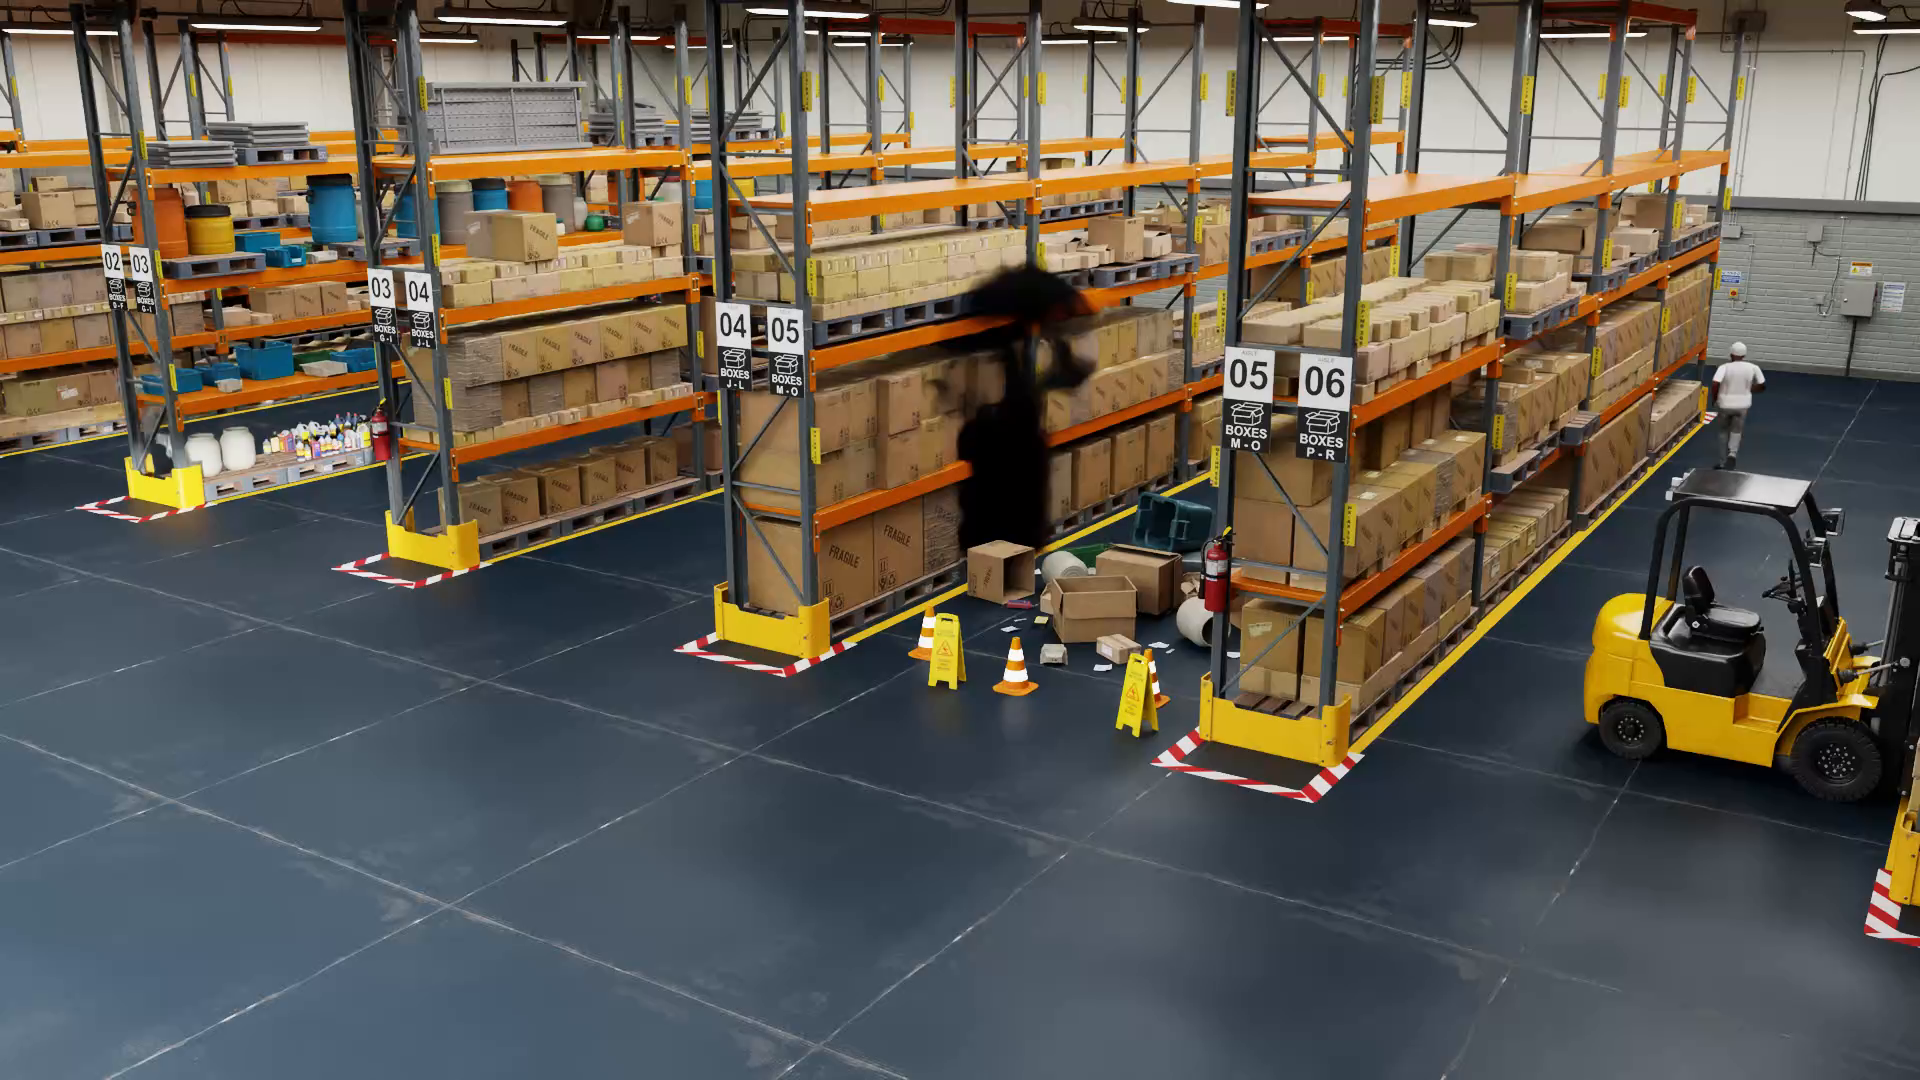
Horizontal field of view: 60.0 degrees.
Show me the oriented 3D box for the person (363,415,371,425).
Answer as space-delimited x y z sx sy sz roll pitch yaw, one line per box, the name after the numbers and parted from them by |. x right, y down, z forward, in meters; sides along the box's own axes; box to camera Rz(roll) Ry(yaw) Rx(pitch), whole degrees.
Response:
-2.949 -2.509 24.749 9.461 1.593 6.507 6 17 21 | person

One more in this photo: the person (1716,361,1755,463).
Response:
10.387 -1.683 22.327 0.436 1.436 0.670 4 16 15 | person

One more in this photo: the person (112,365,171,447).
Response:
-10.996 -1.712 22.387 0.520 1.432 0.860 5 16 18 | person
